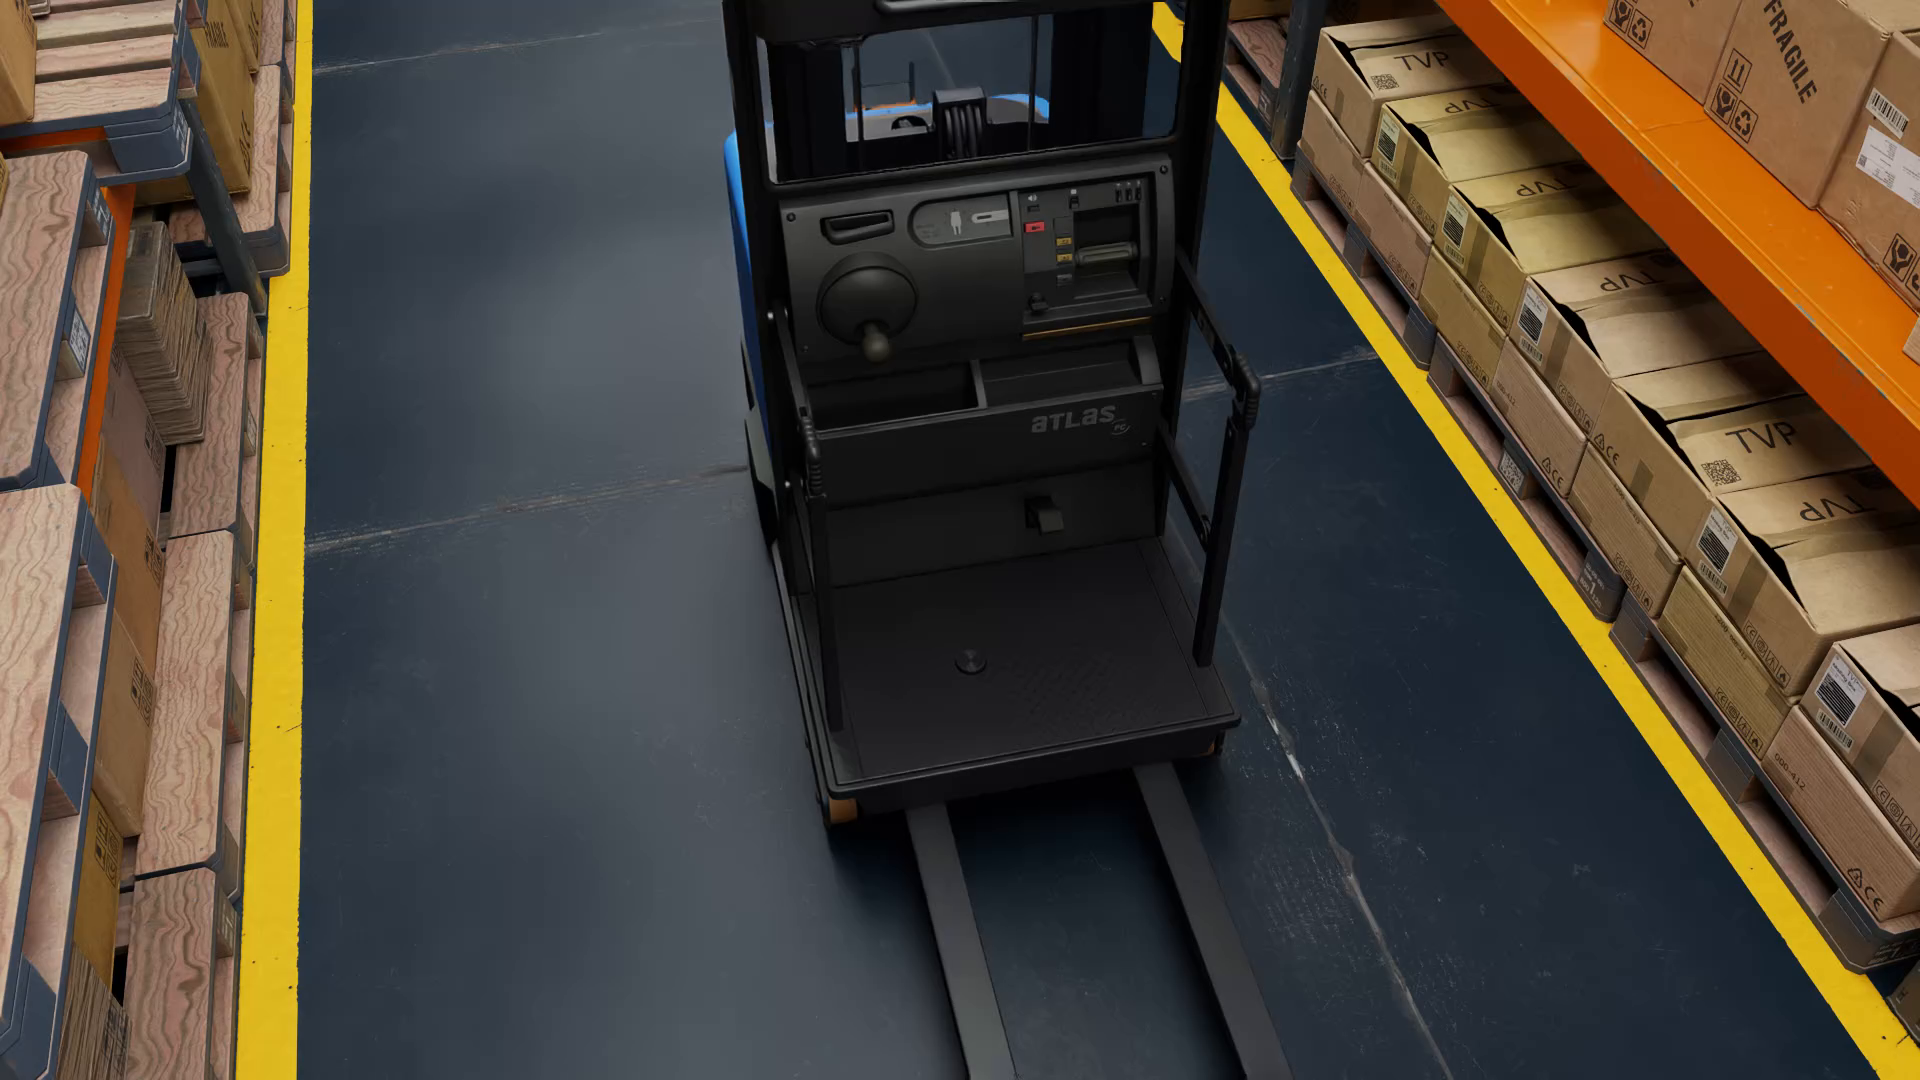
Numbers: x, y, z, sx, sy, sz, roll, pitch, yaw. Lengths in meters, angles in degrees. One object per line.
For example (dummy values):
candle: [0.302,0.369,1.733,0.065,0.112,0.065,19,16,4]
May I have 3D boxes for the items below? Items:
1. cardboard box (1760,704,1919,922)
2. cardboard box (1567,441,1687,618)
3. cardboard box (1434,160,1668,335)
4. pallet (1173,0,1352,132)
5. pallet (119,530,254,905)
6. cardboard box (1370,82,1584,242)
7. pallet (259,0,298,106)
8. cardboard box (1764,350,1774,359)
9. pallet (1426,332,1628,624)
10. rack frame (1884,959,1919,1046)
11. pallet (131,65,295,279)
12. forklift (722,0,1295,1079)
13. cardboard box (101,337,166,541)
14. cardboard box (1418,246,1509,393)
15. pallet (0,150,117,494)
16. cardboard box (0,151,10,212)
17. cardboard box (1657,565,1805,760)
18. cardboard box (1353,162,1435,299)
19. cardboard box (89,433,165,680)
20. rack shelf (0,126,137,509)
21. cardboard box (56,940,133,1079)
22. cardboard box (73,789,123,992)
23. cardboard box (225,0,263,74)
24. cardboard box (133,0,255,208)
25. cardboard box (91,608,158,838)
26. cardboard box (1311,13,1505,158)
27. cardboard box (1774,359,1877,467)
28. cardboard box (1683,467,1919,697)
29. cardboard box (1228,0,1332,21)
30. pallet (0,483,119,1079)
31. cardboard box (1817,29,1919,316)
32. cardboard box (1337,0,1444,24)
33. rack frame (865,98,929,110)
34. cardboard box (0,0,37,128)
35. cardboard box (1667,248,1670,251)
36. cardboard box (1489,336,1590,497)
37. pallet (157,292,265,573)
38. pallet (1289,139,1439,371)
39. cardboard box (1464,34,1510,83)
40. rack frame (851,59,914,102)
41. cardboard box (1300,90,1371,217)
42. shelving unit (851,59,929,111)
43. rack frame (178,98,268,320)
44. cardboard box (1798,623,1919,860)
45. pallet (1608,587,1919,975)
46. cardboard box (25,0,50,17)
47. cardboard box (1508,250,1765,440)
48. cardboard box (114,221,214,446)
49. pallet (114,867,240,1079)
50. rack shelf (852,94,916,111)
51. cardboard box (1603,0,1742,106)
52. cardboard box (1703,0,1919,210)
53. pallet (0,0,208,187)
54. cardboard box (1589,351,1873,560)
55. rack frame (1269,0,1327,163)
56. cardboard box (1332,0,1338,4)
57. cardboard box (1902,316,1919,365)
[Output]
cardboard box: [2.408,0.627,4.166,0.500,0.250,0.500,-11,47,-11]
cardboard box: [2.149,-0.076,4.855,0.500,0.250,0.500,-10,46,-9]
cardboard box: [1.892,-0.969,5.338,0.500,0.311,0.500,-12,47,-11]
pallet: [1.616,-2.263,7.320,1.003,0.211,1.213,-11,47,-10]
pallet: [-2.510,0.548,4.565,1.003,0.211,1.213,-11,47,-10]
cardboard box: [1.763,-1.321,5.683,0.500,0.311,0.500,-12,47,-11]
pallet: [-3.455,-2.231,7.289,1.003,0.211,1.213,-11,47,-10]
cardboard box: [2.535,-0.728,5.102,0.500,0.311,0.500,-10,46,-9]
pallet: [2.252,-0.324,5.420,1.003,0.211,1.213,-11,47,-10]
rack frame: [2.795,0.045,3.106,1.000,3.000,0.127,-11,47,-10]
pallet: [-3.146,-1.390,6.465,1.003,0.211,1.213,-11,47,-10]
forklift: [0.102,-0.563,3.749,1.130,2.935,3.031,-9,46,-9]
cardboard box: [-2.763,-0.223,4.810,0.700,0.500,0.500,-11,47,-10]
cardboard box: [1.889,-0.781,5.547,0.500,0.250,0.500,-12,47,-11]
pallet: [-2.471,-0.382,3.658,1.003,0.211,1.213,-11,47,-10]
cardboard box: [-2.547,-0.819,3.574,0.700,0.500,0.500,-11,47,-10]
cardboard box: [2.280,0.278,4.509,0.500,0.250,0.500,-11,47,-11]
cardboard box: [1.750,-1.139,5.897,0.500,0.250,0.500,-12,47,-11]
cardboard box: [-2.608,0.115,4.479,0.700,0.500,0.500,-11,47,-11]
rack shelf: [-2.505,-0.176,3.826,1.077,0.370,4.000,-11,47,-10]
cardboard box: [-2.198,1.169,3.446,0.700,0.500,0.500,-9,46,-9]
cardboard box: [-2.378,0.822,3.787,0.700,0.500,0.500,-12,47,-11]
cardboard box: [-3.297,-2.341,6.655,0.750,0.750,0.750,-11,47,-11]
cardboard box: [-3.078,-1.735,6.061,0.750,0.750,0.750,-11,47,-11]
cardboard box: [-2.470,0.462,4.139,0.700,0.500,0.500,-10,46,-10]
cardboard box: [1.621,-1.682,6.037,0.500,0.311,0.500,-9,46,-9]
cardboard box: [2.673,-0.370,4.751,0.500,0.311,0.500,-12,47,-12]
cardboard box: [2.275,0.079,4.311,0.500,0.311,0.500,-10,46,-9]
cardboard box: [1.304,-2.599,7.139,0.500,0.500,0.500,-9,46,-9]
pallet: [-2.048,0.466,2.827,1.003,0.211,1.213,-11,47,-10]
cardboard box: [2.479,-0.887,3.949,0.500,0.500,0.500,-8,46,-7]
cardboard box: [1.930,-2.362,6.907,0.500,0.500,0.500,-9,46,-9]
rack frame: [-0.192,-0.972,5.467,0.200,1.050,0.008,-9,46,-9]
cardboard box: [-2.718,-1.294,4.040,0.700,0.500,0.500,-15,47,-14]
cardboard box: [2.409,-1.074,5.441,0.500,0.311,0.500,-11,47,-11]
cardboard box: [2.020,-0.427,5.200,0.500,0.250,0.500,-10,46,-10]
pallet: [-2.818,-0.293,5.389,1.003,0.211,1.213,-11,47,-10]
pallet: [1.944,-1.165,6.244,1.003,0.211,1.213,-11,47,-10]
cardboard box: [2.143,-1.781,6.134,0.500,0.311,0.500,-10,46,-9]
rack frame: [-0.246,-1.142,5.634,0.200,1.050,0.008,-9,46,-9]
cardboard box: [1.621,-1.486,6.237,0.500,0.250,0.500,-11,47,-10]
shelving unit: [-0.219,-1.057,5.550,0.215,1.050,0.252,-9,46,-9]
rack frame: [-3.017,-1.808,4.922,1.000,3.000,0.127,-11,47,-10]
cardboard box: [2.414,0.437,3.960,0.500,0.311,0.500,-11,47,-10]
pallet: [2.568,0.519,4.593,1.003,0.211,1.213,-11,47,-10]
cardboard box: [-2.887,-1.675,4.413,0.700,0.500,0.500,-16,48,-15]
cardboard box: [2.024,-0.614,4.990,0.500,0.311,0.500,-11,47,-11]
cardboard box: [-2.782,-0.600,5.180,0.700,0.500,0.500,-10,46,-10]
pallet: [-2.194,1.392,3.738,1.003,0.211,1.213,-11,47,-10]
rack shelf: [-0.219,-1.248,5.355,0.215,0.259,0.240,-9,46,-9]
cardboard box: [2.216,-1.596,4.644,0.500,0.500,0.500,-13,47,-12]
cardboard box: [2.351,-1.233,4.288,0.500,0.500,0.500,-11,47,-10]
pallet: [-2.732,-1.269,4.527,1.213,0.211,1.003,-11,47,-10]
cardboard box: [2.149,-0.266,4.649,0.500,0.311,0.500,-11,47,-10]
rack frame: [1.771,-2.717,5.812,1.000,3.000,0.127,-11,47,-10]
cardboard box: [1.791,-2.723,7.260,0.500,0.500,0.500,-12,47,-12]
cardboard box: [2.392,-0.481,3.716,0.396,0.266,0.258,-12,47,-11]
